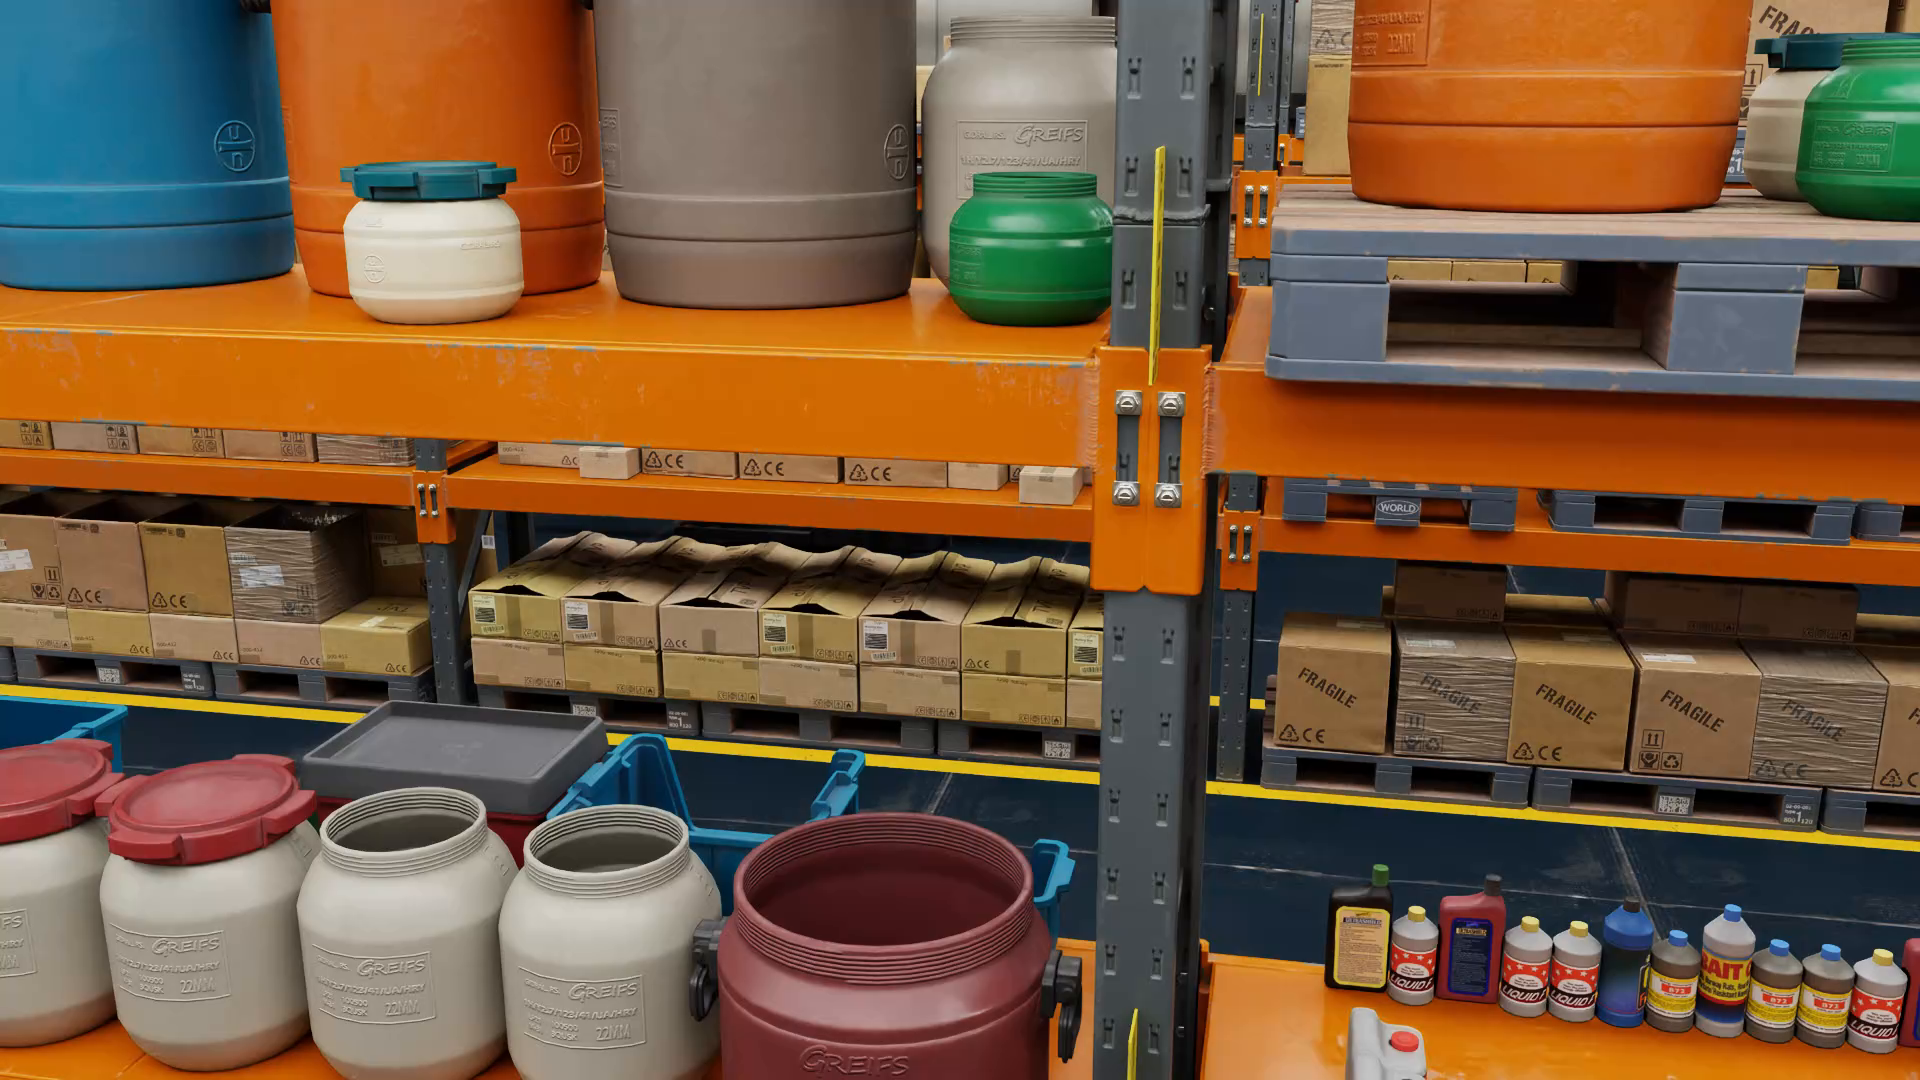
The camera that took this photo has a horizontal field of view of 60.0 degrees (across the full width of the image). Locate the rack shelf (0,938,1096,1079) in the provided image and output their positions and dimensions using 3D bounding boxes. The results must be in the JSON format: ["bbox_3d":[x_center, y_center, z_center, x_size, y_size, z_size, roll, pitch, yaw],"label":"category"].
[{"bbox_3d":[-1.580,1.106,3.727,4.000,0.370,1.077,3,16,11],"label":"rack shelf"}]

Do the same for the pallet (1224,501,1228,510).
[{"bbox_3d":[1.589,-0.424,13.126,1.213,0.211,1.003,3,16,11],"label":"pallet"}]

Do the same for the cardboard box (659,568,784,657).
[{"bbox_3d":[-1.197,0.353,8.414,0.500,0.311,0.500,3,16,9],"label":"cardboard box"}]

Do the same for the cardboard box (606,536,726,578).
[{"bbox_3d":[-1.584,0.183,9.027,0.500,0.311,0.500,4,16,13],"label":"cardboard box"}]

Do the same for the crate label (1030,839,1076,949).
[{"bbox_3d":[0.042,0.826,3.704,0.416,0.233,0.303,3,16,11],"label":"crate label"}]

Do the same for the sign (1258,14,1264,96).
[{"bbox_3d":[1.252,-2.018,6.921,0.005,0.325,0.100,3,16,11],"label":"sign"}]

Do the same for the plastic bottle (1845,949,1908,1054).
[{"bbox_3d":[1.865,0.931,3.384,0.097,0.201,0.097,0,15,0],"label":"plastic bottle"}]

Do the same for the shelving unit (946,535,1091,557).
[{"bbox_3d":[0.469,-0.695,11.693,1.048,1.500,0.538,3,16,12],"label":"shelving unit"}]

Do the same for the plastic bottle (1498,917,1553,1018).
[{"bbox_3d":[1.197,0.895,3.515,0.097,0.201,0.097,0,15,0],"label":"plastic bottle"}]

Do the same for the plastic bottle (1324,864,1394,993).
[{"bbox_3d":[0.861,0.832,3.587,0.133,0.283,0.061,3,16,11],"label":"plastic bottle"}]

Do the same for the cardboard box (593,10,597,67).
[{"bbox_3d":[-1.953,-2.536,8.000,0.500,0.500,0.500,3,16,12],"label":"cardboard box"}]

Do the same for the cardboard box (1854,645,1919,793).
[{"bbox_3d":[4.267,0.796,7.357,0.500,0.500,0.500,3,16,11],"label":"cardboard box"}]

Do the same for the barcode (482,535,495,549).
[{"bbox_3d":[-2.382,0.010,8.396,0.075,0.075,0.001,3,16,11],"label":"barcode"}]

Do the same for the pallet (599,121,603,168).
[{"bbox_3d":[-1.682,-1.952,8.160,1.217,0.209,0.805,2,16,9],"label":"pallet"}]

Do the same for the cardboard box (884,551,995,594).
[{"bbox_3d":[-0.100,0.265,8.731,0.500,0.311,0.500,3,16,10],"label":"cardboard box"}]

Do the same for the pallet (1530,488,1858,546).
[{"bbox_3d":[3.277,-0.235,7.580,1.213,0.211,1.003,3,16,11],"label":"pallet"}]

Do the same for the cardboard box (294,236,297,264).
[{"bbox_3d":[-3.481,-1.364,8.680,0.500,0.500,0.700,3,16,11],"label":"cardboard box"}]

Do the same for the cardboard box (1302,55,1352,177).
[{"bbox_3d":[1.805,-1.909,7.458,0.500,0.500,0.910,3,16,11],"label":"cardboard box"}]

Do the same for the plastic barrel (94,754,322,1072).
[{"bbox_3d":[-1.503,0.758,3.382,0.433,0.535,0.433,0,15,0],"label":"plastic barrel"}]

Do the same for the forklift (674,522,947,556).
[{"bbox_3d":[-1.553,-1.482,11.853,3.031,2.935,1.130,3,16,12],"label":"forklift"}]

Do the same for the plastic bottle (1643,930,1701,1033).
[{"bbox_3d":[1.483,0.910,3.458,0.097,0.201,0.097,0,15,0],"label":"plastic bottle"}]

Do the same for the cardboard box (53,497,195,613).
[{"bbox_3d":[-4.518,0.073,9.067,0.500,0.500,0.500,3,16,11],"label":"cardboard box"}]

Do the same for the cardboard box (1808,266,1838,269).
[{"bbox_3d":[5.765,-2.033,11.527,0.500,0.250,0.500,4,16,12],"label":"cardboard box"}]

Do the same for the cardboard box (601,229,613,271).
[{"bbox_3d":[-2.581,-2.206,13.177,0.500,0.500,0.500,3,16,11],"label":"cardboard box"}]

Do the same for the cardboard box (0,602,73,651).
[{"bbox_3d":[-5.007,0.407,9.269,0.500,0.250,0.500,3,16,11],"label":"cardboard box"}]

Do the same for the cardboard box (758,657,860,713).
[{"bbox_3d":[-0.696,0.648,8.397,0.500,0.250,0.500,3,16,12],"label":"cardboard box"}]

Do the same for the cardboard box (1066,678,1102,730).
[{"bbox_3d":[0.806,0.729,8.105,0.500,0.250,0.500,3,16,12],"label":"cardboard box"}]

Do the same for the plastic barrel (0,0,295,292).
[{"bbox_3d":[-1.716,-0.994,3.403,0.708,0.901,0.600,3,16,11],"label":"plastic barrel"}]

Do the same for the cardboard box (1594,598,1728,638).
[{"bbox_3d":[3.357,0.605,8.046,0.500,0.500,0.500,3,16,9],"label":"cardboard box"}]

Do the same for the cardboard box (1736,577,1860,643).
[{"bbox_3d":[3.885,0.272,7.845,0.500,0.250,0.500,3,16,11],"label":"cardboard box"}]

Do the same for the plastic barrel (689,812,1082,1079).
[{"bbox_3d":[-0.135,0.855,3.031,0.708,0.536,0.600,3,16,11],"label":"plastic barrel"}]

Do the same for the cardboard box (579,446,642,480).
[{"bbox_3d":[-1.722,-0.421,8.362,0.250,0.149,0.380,3,16,11],"label":"cardboard box"}]

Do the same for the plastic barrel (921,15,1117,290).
[{"bbox_3d":[0.137,-0.730,3.180,0.421,0.512,0.421,0,15,0],"label":"plastic barrel"}]

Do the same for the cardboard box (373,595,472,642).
[{"bbox_3d":[-2.943,0.376,9.378,0.500,0.250,0.500,3,16,11],"label":"cardboard box"}]

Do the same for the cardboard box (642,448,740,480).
[{"bbox_3d":[-1.284,-0.617,8.414,0.500,0.500,0.500,4,16,15],"label":"cardboard box"}]

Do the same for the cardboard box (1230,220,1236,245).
[{"bbox_3d":[2.010,-2.309,12.482,0.250,0.149,0.380,1,16,4],"label":"cardboard box"}]

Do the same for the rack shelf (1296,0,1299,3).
[{"bbox_3d":[4.314,-3.971,11.567,4.000,0.370,1.077,3,16,11],"label":"rack shelf"}]

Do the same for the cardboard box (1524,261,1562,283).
[{"bbox_3d":[4.288,-1.751,11.913,0.500,0.500,0.500,4,16,13],"label":"cardboard box"}]

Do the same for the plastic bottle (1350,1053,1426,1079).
[{"bbox_3d":[0.740,1.033,2.875,0.135,0.276,0.152,3,16,11],"label":"plastic bottle"}]

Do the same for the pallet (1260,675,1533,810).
[{"bbox_3d":[2.095,0.964,8.117,1.213,0.211,1.003,3,16,11],"label":"pallet"}]

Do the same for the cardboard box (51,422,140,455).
[{"bbox_3d":[-4.496,-0.793,9.050,0.500,0.500,0.700,4,16,13],"label":"cardboard box"}]

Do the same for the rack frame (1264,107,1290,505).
[{"bbox_3d":[2.354,-1.726,12.603,0.127,3.000,1.000,3,16,11],"label":"rack frame"}]

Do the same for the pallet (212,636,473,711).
[{"bbox_3d":[-3.320,0.648,9.256,1.213,0.211,1.003,3,16,11],"label":"pallet"}]

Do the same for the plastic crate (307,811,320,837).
[{"bbox_3d":[-1.777,0.774,3.975,0.662,0.188,0.450,3,16,11],"label":"plastic crate"}]

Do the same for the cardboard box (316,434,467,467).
[{"bbox_3d":[-2.985,-0.712,8.758,0.500,0.500,0.700,3,16,10],"label":"cardboard box"}]

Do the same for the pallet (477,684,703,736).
[{"bbox_3d":[-1.819,0.730,8.959,1.213,0.211,1.003,3,16,11],"label":"pallet"}]

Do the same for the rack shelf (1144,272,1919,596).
[{"bbox_3d":[2.340,-0.126,2.558,4.000,0.370,1.077,3,16,11],"label":"rack shelf"}]

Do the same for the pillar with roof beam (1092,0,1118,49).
[{"bbox_3d":[0.395,-3.786,8.803,0.400,9.000,9.100,3,16,11],"label":"pillar with roof beam"}]

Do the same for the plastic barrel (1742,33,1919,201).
[{"bbox_3d":[1.460,-0.697,2.741,0.301,0.262,0.301,0,15,0],"label":"plastic barrel"}]

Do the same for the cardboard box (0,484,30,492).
[{"bbox_3d":[-5.884,-0.143,9.849,0.500,0.500,0.500,3,16,11],"label":"cardboard box"}]

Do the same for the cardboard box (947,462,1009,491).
[{"bbox_3d":[0.110,-0.362,8.149,0.250,0.149,0.380,4,16,15],"label":"cardboard box"}]

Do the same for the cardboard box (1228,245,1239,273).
[{"bbox_3d":[1.892,-2.008,12.611,0.500,0.500,0.700,1,16,5],"label":"cardboard box"}]

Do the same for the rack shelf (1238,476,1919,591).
[{"bbox_3d":[3.331,0.024,7.636,4.000,0.370,1.077,3,16,11],"label":"rack shelf"}]

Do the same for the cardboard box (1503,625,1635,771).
[{"bbox_3d":[2.764,0.716,7.645,0.500,0.500,0.500,3,16,10],"label":"cardboard box"}]

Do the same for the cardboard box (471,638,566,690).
[{"bbox_3d":[-2.203,0.567,8.691,0.500,0.250,0.500,3,16,10],"label":"cardboard box"}]

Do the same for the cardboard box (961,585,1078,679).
[{"bbox_3d":[0.298,0.434,8.121,0.500,0.311,0.500,3,16,10],"label":"cardboard box"}]

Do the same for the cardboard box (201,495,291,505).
[{"bbox_3d":[-3.921,-0.041,9.479,0.500,0.500,0.500,3,16,11],"label":"cardboard box"}]

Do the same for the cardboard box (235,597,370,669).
[{"bbox_3d":[-3.535,0.484,8.991,0.500,0.250,0.500,3,16,11],"label":"cardboard box"}]

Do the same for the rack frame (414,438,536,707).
[{"bbox_3d":[-2.549,-0.642,8.692,0.127,3.000,1.000,3,16,11],"label":"rack frame"}]
